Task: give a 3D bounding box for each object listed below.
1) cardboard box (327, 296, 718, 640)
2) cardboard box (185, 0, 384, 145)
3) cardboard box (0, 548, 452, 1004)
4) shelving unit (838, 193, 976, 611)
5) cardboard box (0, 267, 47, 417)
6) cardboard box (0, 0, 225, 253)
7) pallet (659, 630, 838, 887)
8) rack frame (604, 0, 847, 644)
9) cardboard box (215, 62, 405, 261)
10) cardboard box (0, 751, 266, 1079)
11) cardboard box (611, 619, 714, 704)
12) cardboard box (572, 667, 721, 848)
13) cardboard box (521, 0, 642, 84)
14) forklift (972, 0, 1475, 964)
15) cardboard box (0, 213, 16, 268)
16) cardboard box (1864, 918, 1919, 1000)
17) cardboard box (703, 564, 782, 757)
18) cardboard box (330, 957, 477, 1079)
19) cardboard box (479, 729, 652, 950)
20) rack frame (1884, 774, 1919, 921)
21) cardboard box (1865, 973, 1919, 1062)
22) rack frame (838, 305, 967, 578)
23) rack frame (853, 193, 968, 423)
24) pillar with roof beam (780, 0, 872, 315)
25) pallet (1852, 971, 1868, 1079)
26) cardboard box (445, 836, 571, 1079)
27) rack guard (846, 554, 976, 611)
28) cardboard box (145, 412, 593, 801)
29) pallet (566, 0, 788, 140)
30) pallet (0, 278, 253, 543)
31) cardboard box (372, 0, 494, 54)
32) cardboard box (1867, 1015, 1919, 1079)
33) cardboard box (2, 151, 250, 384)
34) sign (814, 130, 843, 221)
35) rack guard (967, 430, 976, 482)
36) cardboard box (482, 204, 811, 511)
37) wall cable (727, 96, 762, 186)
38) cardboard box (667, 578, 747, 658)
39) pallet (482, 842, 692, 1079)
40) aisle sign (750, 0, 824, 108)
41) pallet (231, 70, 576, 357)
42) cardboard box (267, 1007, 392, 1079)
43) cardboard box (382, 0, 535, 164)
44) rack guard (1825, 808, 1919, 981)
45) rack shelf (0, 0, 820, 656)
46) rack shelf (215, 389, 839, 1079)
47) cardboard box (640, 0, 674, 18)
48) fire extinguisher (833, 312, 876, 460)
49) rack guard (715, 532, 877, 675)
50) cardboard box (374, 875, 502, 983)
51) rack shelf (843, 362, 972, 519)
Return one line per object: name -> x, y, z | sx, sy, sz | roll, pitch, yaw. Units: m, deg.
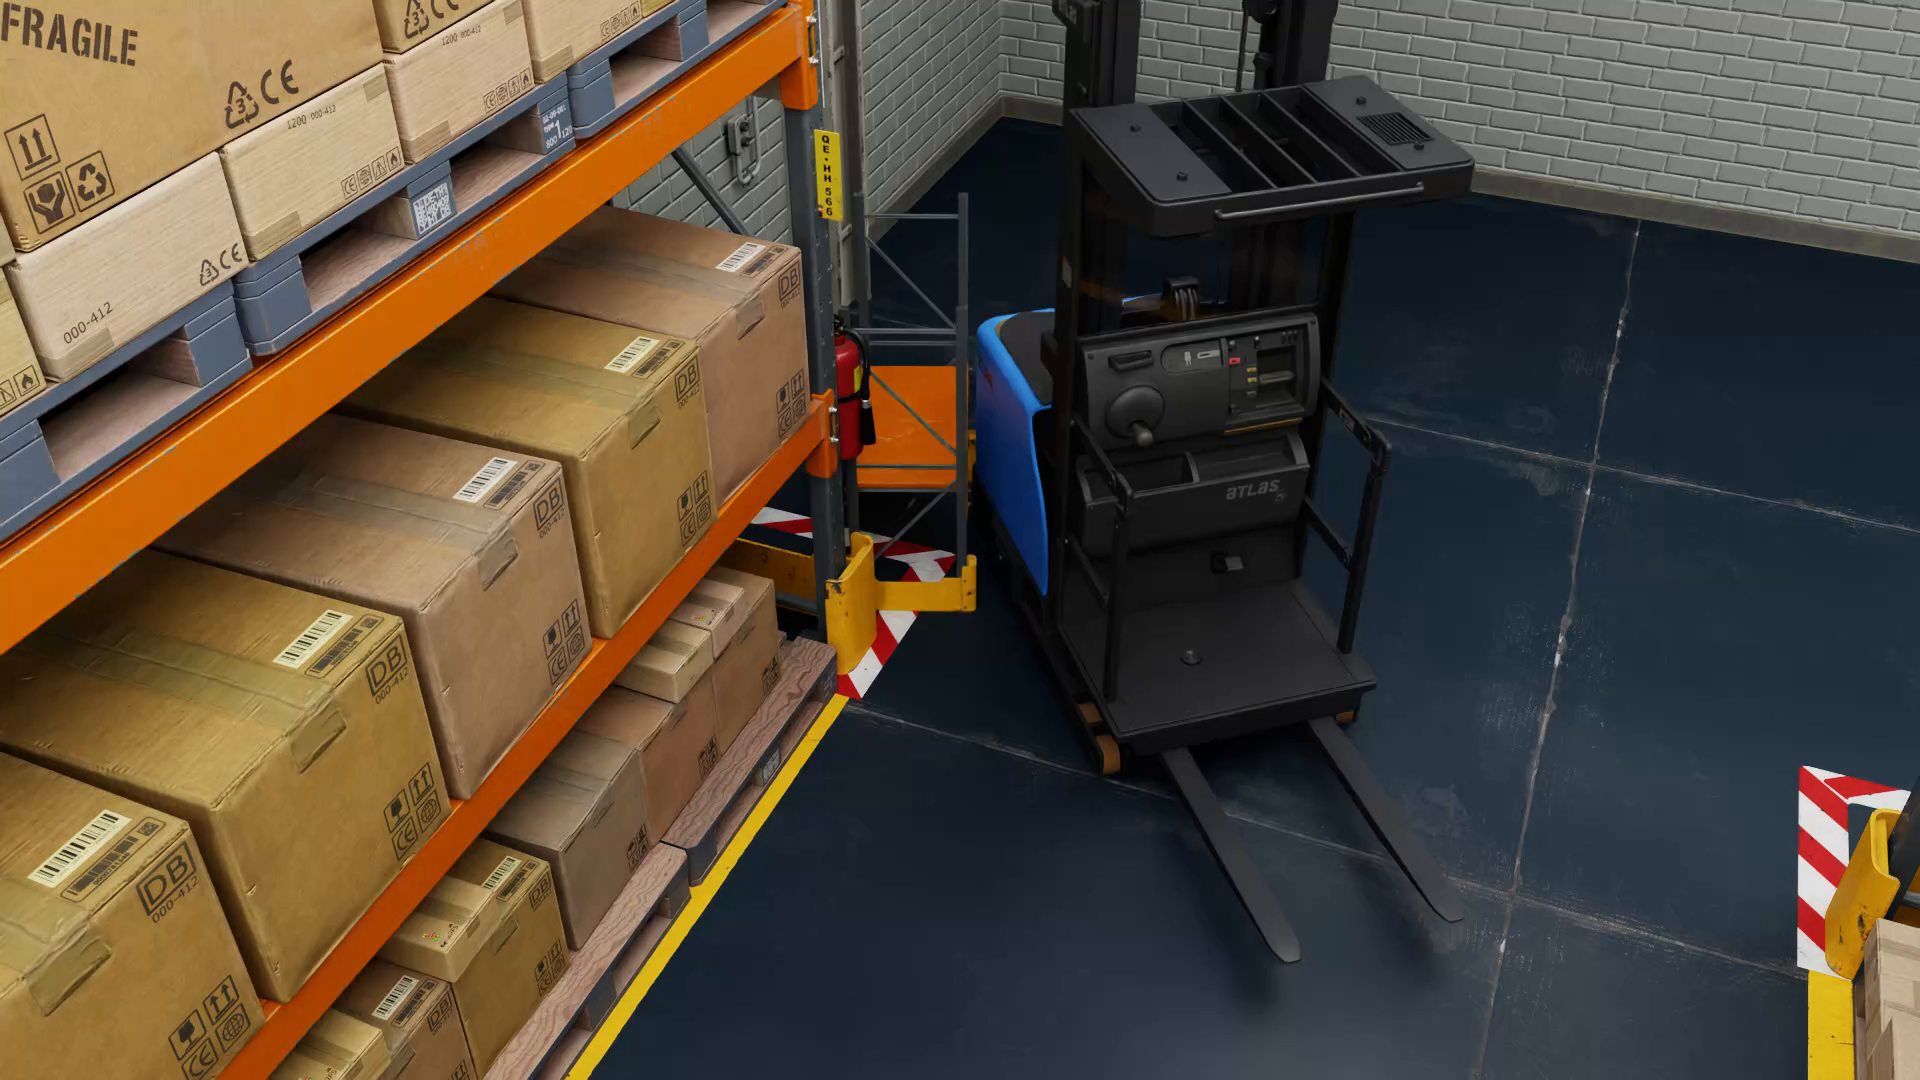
cardboard box -> -1.406, -0.266, 5.349 | 0.980, 0.700, 0.700 | 14, 39, 17
cardboard box -> -1.573, -1.162, 3.359 | 0.500, 0.500, 0.500 | 14, 39, 18
cardboard box -> -1.972, 0.559, 4.245 | 0.980, 0.700, 0.700 | 13, 39, 17
shelving unit -> -0.218, -0.611, 7.315 | 0.587, 1.500, 1.083 | 0, 37, 0
cardboard box -> -1.970, -0.293, 2.822 | 0.500, 0.250, 0.500 | 14, 39, 18
cardboard box -> -1.756, -0.888, 2.991 | 0.500, 0.500, 0.500 | 13, 39, 17
pallet -> -1.187, 0.742, 6.581 | 1.003, 0.211, 1.213 | 14, 39, 18
rack frame -> -0.955, -0.835, 6.362 | 1.000, 3.000, 0.127 | 14, 39, 18
cardboard box -> -1.575, -0.858, 3.577 | 0.500, 0.250, 0.500 | 13, 39, 17
cardboard box -> -2.255, 0.962, 3.706 | 0.980, 0.700, 0.700 | 14, 39, 18
cardboard box -> -1.106, 0.402, 5.902 | 0.380, 0.149, 0.250 | 15, 39, 19
cardboard box -> -1.319, 0.685, 6.065 | 0.700, 0.500, 0.500 | 14, 39, 18
cardboard box -> -1.185, -1.431, 4.344 | 0.500, 0.250, 0.500 | 12, 39, 16
forklift -> 0.965, -0.519, 5.997 | 1.130, 2.935, 3.031 | -10, 38, -13
cardboard box -> -1.946, -0.602, 2.609 | 0.500, 0.500, 0.500 | 13, 39, 17
cardboard box -> 3.151, 1.410, 5.372 | 0.380, 0.149, 0.250 | 14, 39, 18
cardboard box -> -1.129, 0.408, 6.436 | 0.700, 0.500, 0.500 | 14, 39, 18
cardboard box -> -1.903, 1.544, 4.916 | 0.700, 0.500, 0.500 | 13, 39, 17
cardboard box -> -1.510, 0.964, 5.693 | 0.700, 0.500, 0.500 | 13, 39, 16
rack frame -> 3.628, 0.291, 4.855 | 1.000, 3.000, 0.127 | 14, 39, 18
cardboard box -> 3.055, 1.541, 5.181 | 0.380, 0.166, 0.250 | 14, 39, 18
rack frame -> -0.223, -0.301, 6.900 | 0.500, 1.500, 0.032 | 0, 37, 0
rack frame -> -0.214, -0.910, 7.714 | 0.500, 1.500, 0.032 | 0, 37, 0
pillar with roof beam -> 3.254, -3.950, 5.518 | 9.100, 9.000, 0.400 | 14, 39, 18
pallet -> 3.296, 1.892, 5.043 | 1.003, 0.211, 1.213 | 14, 39, 18
cardboard box -> -1.706, 1.260, 5.295 | 0.700, 0.500, 0.500 | 15, 39, 19
rack guard -> -0.222, 0.188, 7.290 | 0.587, 0.250, 0.087 | 0, 37, 0
cardboard box -> -1.705, 0.154, 4.787 | 0.980, 0.700, 0.700 | 12, 38, 16
pallet -> -1.227, -1.588, 4.938 | 1.003, 0.211, 1.213 | 14, 39, 18
pallet -> -2.156, -0.237, 3.131 | 1.003, 0.211, 1.213 | 14, 39, 18
cardboard box -> -1.372, -1.453, 3.747 | 0.500, 0.500, 0.500 | 12, 38, 16
cardboard box -> 2.968, 1.729, 4.860 | 0.500, 0.250, 0.500 | 14, 39, 18
cardboard box -> -1.763, -0.572, 3.195 | 0.500, 0.250, 0.500 | 13, 39, 17
sign -> -0.458, -1.263, 5.769 | 0.100, 0.325, 0.005 | 14, 39, 18
rack guard -> -0.214, -0.409, 8.088 | 0.587, 0.250, 0.087 | 0, 37, 0
cardboard box -> -1.140, -0.671, 5.892 | 0.980, 0.700, 0.700 | 16, 40, 20
wall cable -> -1.342, -2.167, 7.295 | 0.084, 1.984, 1.851 | 14, 39, 18
cardboard box -> -1.009, 0.261, 6.091 | 0.380, 0.149, 0.250 | 13, 39, 17
pallet -> -1.652, 1.415, 5.681 | 1.003, 0.211, 1.213 | 14, 39, 18
aisle sign -> -0.650, -1.848, 5.546 | 0.394, 0.787, 0.004 | 14, 39, 18
pallet -> -1.690, -0.910, 4.031 | 1.003, 0.211, 1.213 | 14, 39, 18
cardboard box -> -1.798, 1.414, 4.549 | 0.380, 0.149, 0.250 | 15, 39, 19
cardboard box -> -1.378, -1.142, 3.957 | 0.500, 0.250, 0.500 | 13, 39, 16
rack guard -> 3.599, 1.334, 5.547 | 1.175, 0.500, 0.348 | 14, 39, 18
rack shelf -> -1.716, -0.641, 4.198 | 1.077, 0.370, 4.000 | 14, 39, 18
rack shelf -> -1.716, 0.560, 5.096 | 1.077, 0.370, 4.000 | 14, 39, 18
cardboard box -> -0.988, -1.719, 4.730 | 0.500, 0.250, 0.500 | 15, 39, 19
fire extinguisher -> -0.471, -0.634, 6.468 | 0.296, 0.674, 0.183 | 14, 39, 18
rack guard -> -0.946, 0.152, 7.128 | 1.175, 0.500, 0.348 | 14, 39, 18
cardboard box -> -1.600, 1.125, 4.935 | 0.380, 0.149, 0.250 | 13, 39, 16
rack shelf -> -0.218, -0.462, 7.415 | 0.538, 0.185, 1.000 | 0, 37, 0
